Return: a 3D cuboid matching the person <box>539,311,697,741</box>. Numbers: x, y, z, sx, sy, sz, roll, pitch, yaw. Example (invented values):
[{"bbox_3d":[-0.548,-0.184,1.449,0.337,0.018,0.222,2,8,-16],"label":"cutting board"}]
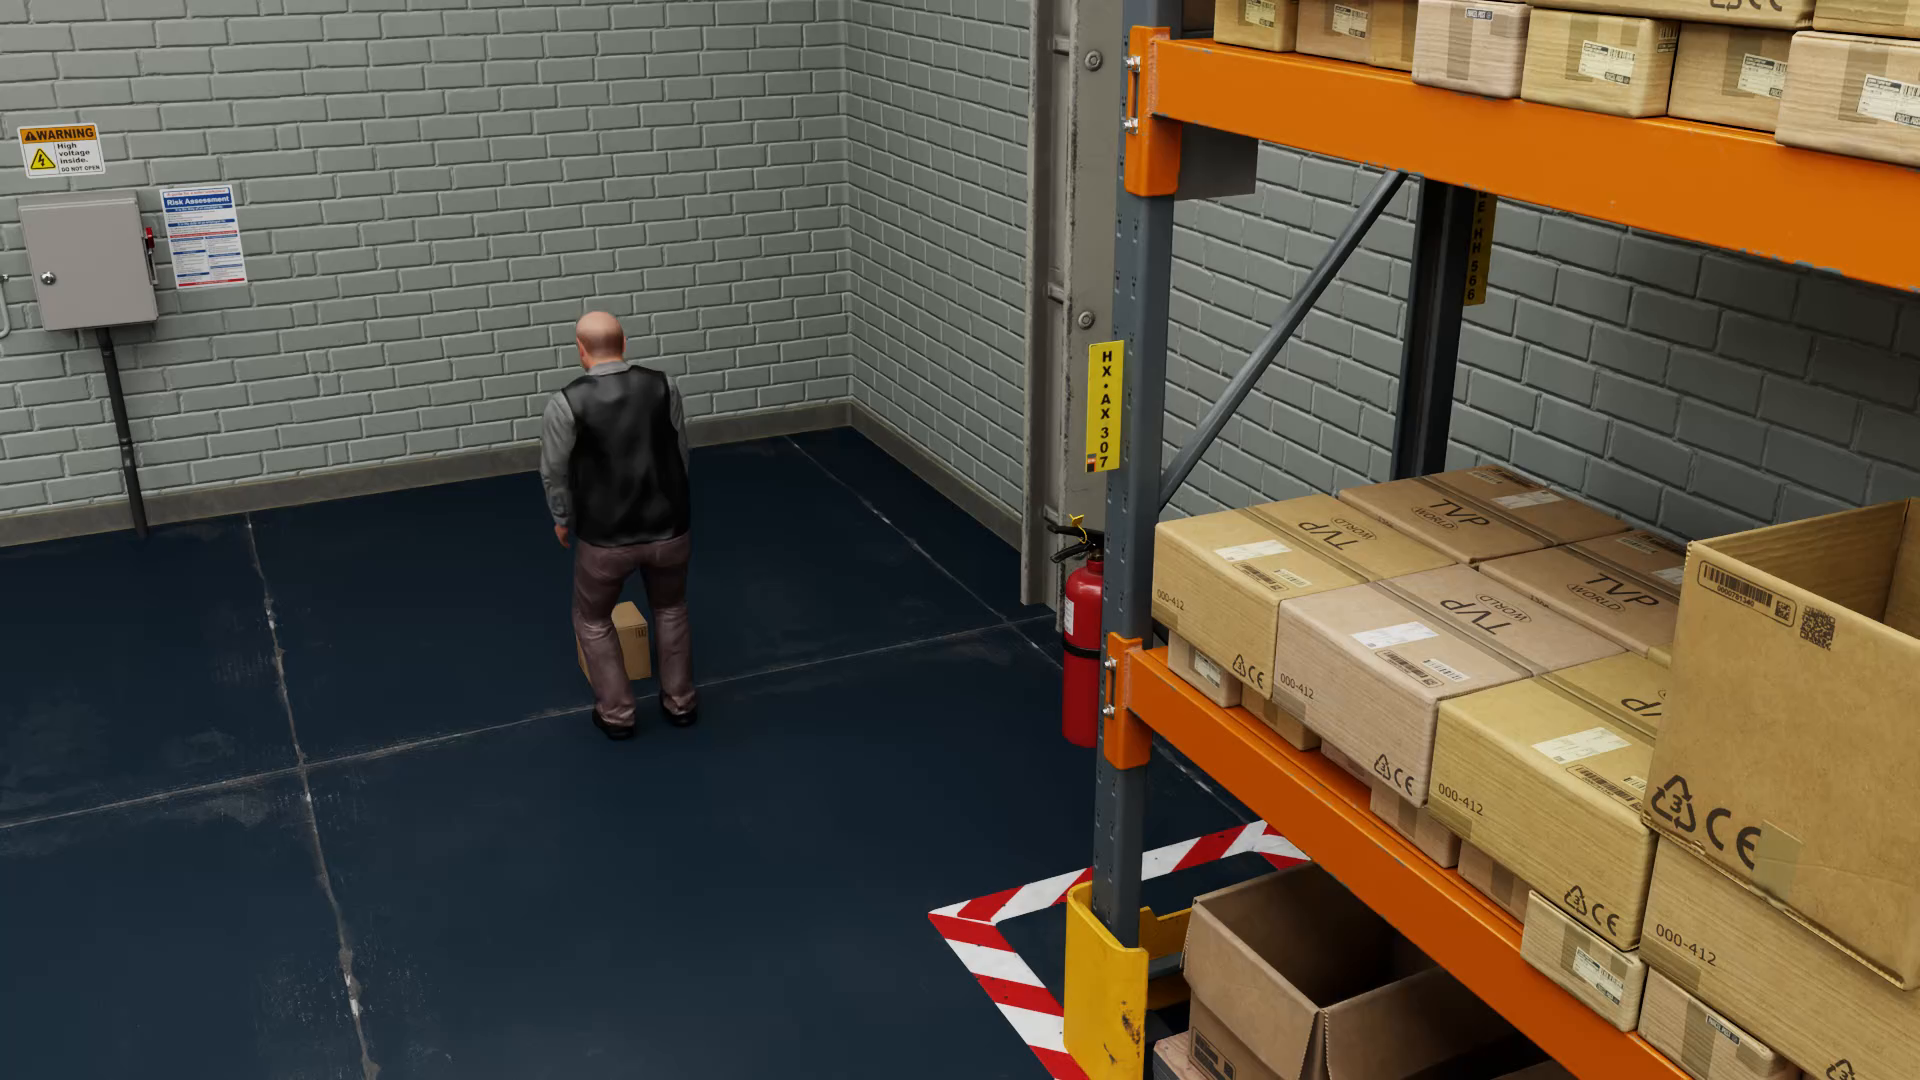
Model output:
[{"bbox_3d":[-1.280,0.029,6.344,0.567,1.512,0.464,-10,24,-22],"label":"person"}]
